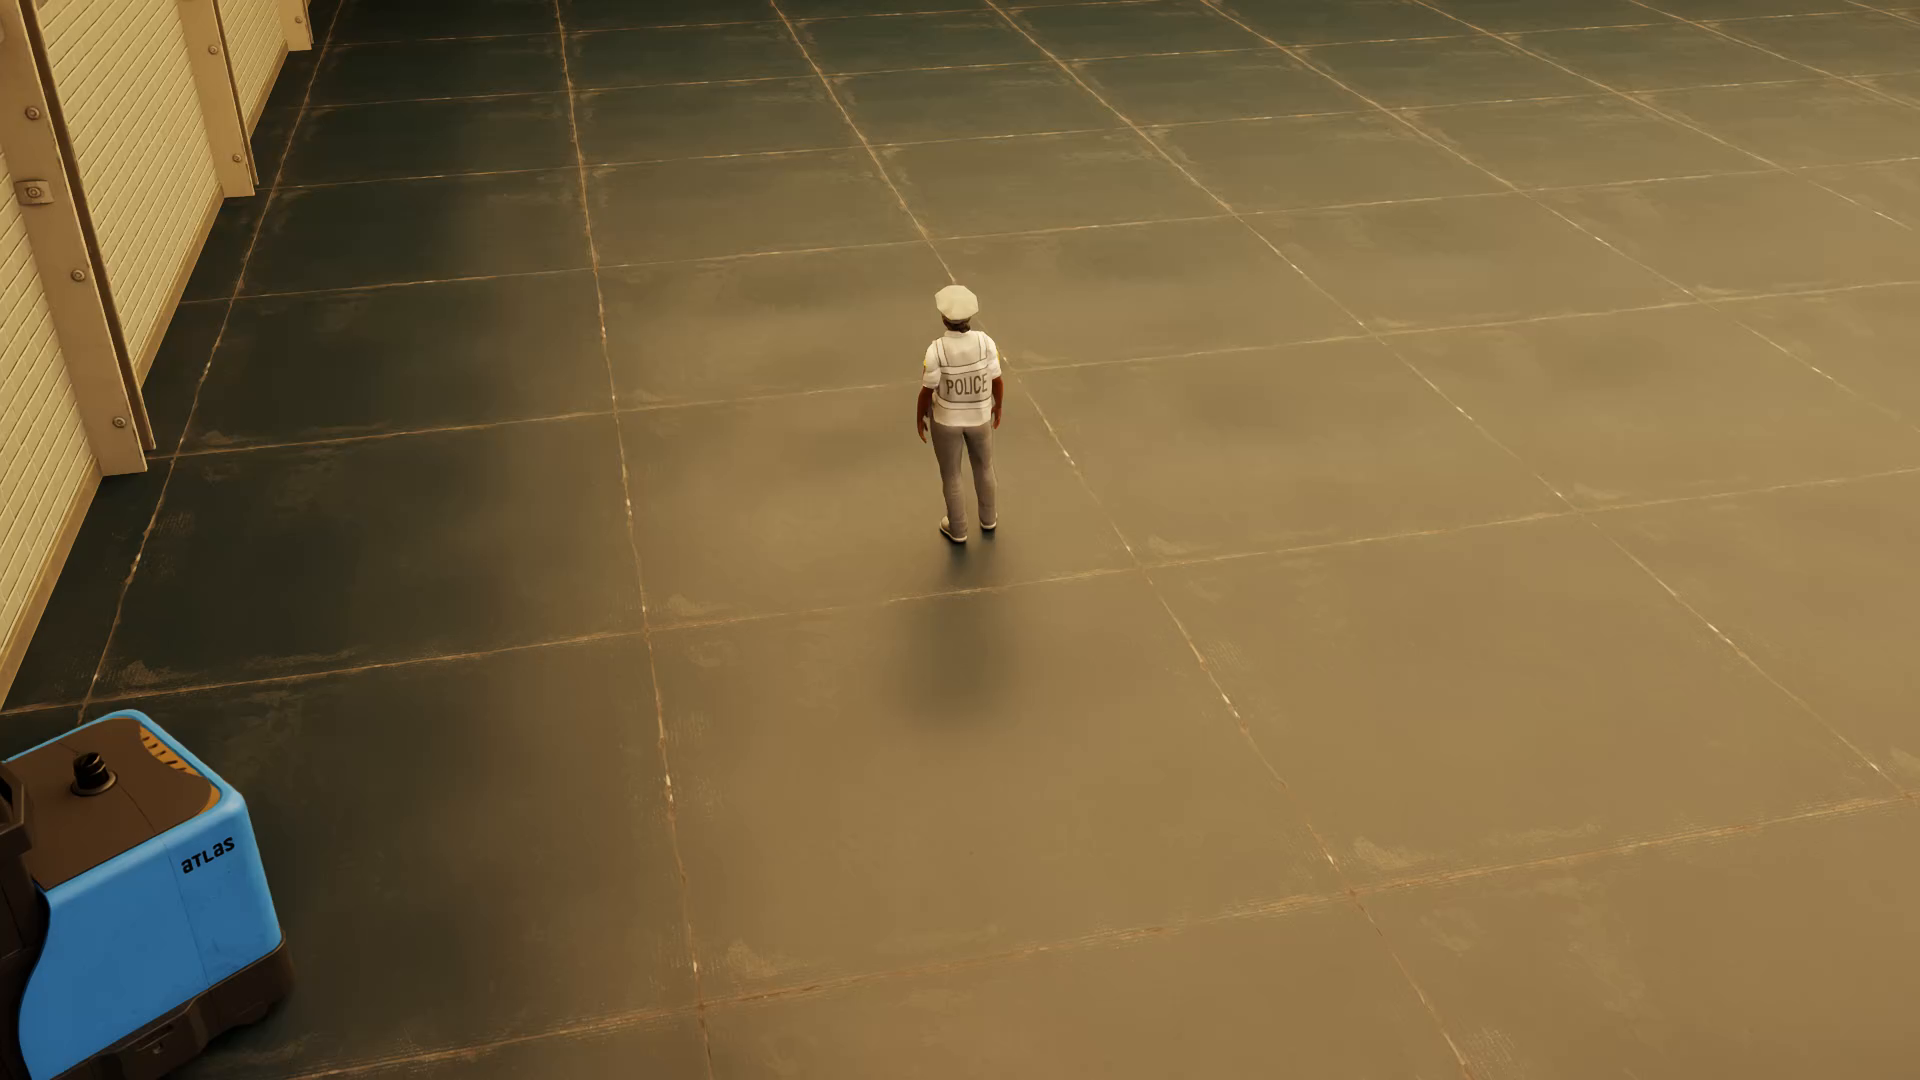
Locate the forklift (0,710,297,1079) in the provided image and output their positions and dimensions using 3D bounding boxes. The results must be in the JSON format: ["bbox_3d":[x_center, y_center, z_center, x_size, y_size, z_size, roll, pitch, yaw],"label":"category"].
[{"bbox_3d":[-4.183,1.077,5.715,1.130,2.935,3.031,24,38,35],"label":"forklift"}]

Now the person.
[{"bbox_3d":[0.002,-0.778,10.139,0.569,1.694,0.530,-7,31,-12],"label":"person"}]
